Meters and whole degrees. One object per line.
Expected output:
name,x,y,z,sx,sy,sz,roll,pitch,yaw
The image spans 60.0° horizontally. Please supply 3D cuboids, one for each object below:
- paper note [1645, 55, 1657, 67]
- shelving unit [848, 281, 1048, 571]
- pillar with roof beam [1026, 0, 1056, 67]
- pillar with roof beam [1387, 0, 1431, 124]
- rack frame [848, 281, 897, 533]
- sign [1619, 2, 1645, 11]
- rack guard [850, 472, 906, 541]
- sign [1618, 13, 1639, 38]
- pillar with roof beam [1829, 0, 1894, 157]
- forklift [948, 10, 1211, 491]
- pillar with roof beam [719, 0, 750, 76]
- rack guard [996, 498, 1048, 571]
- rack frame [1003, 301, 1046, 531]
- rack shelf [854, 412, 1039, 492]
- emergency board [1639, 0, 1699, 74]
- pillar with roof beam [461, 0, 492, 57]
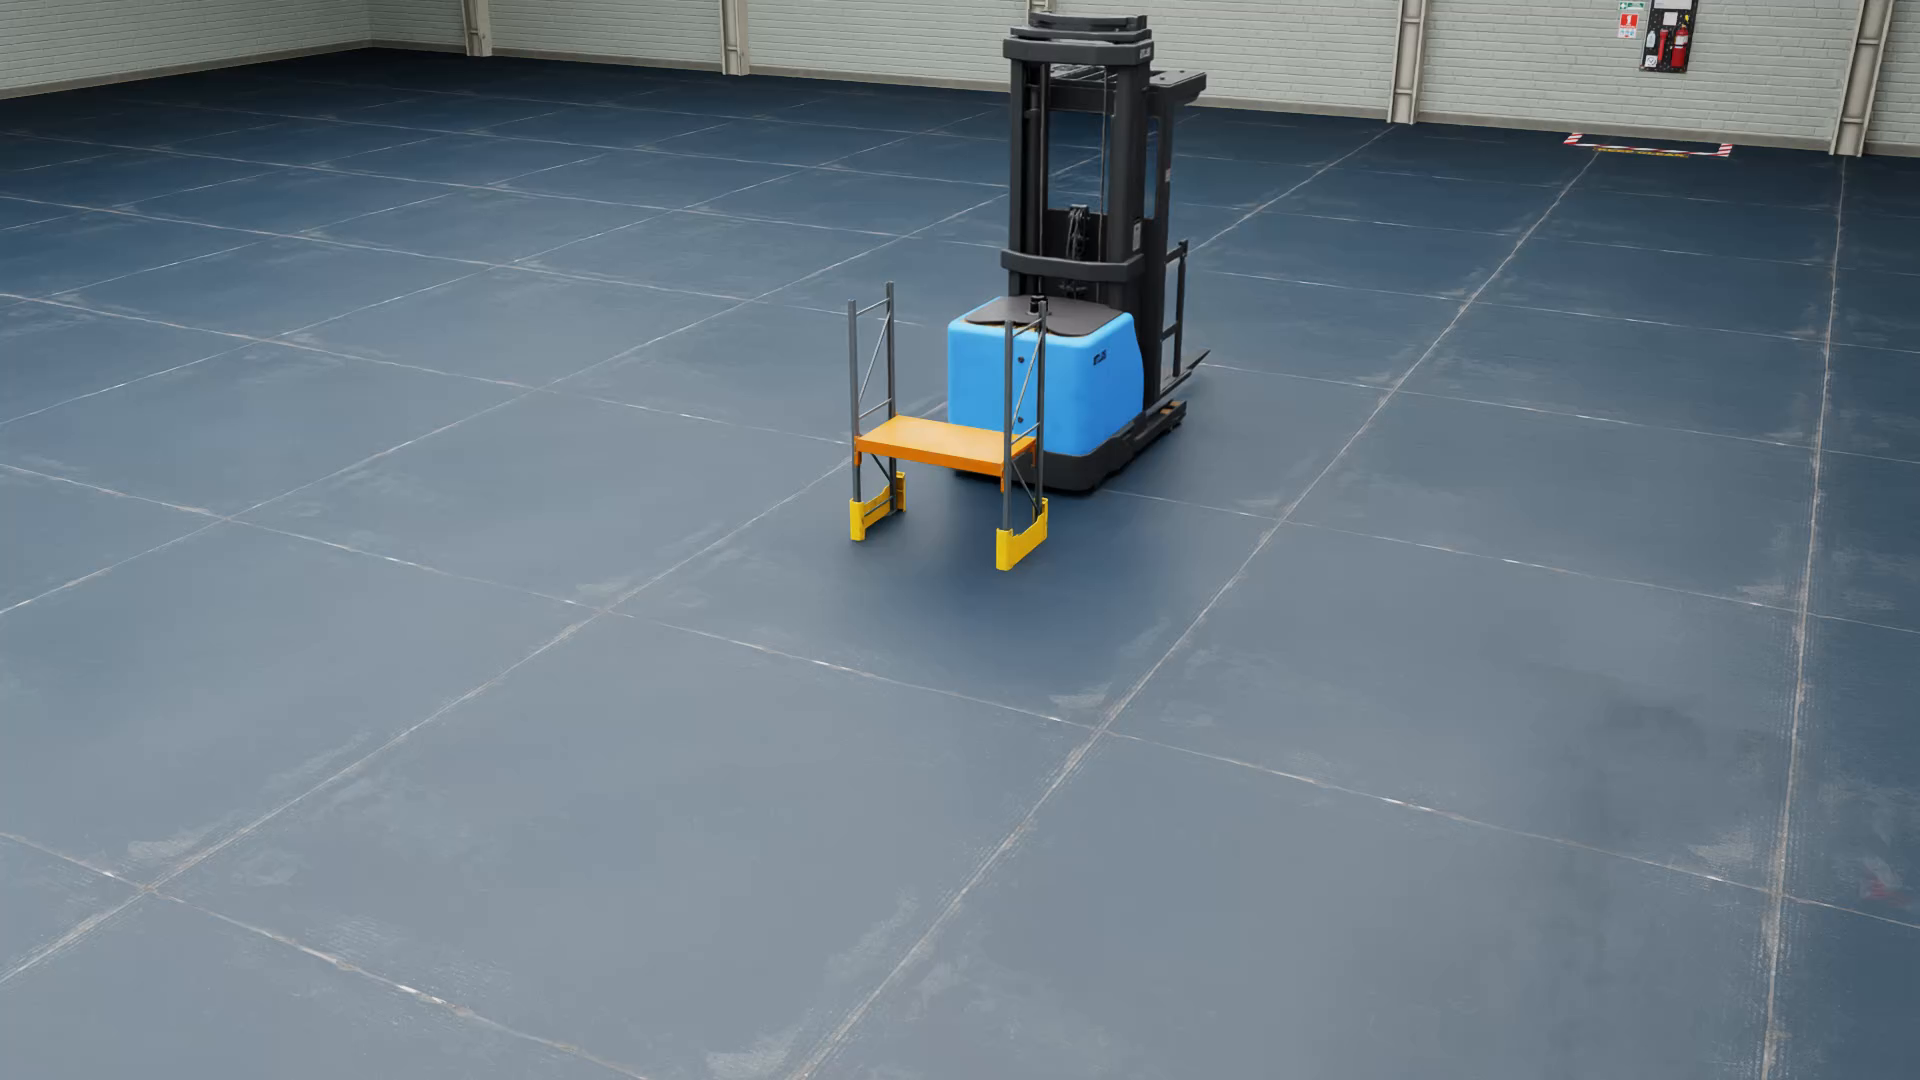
paper note,9.709,-6.726,23.358,0.142,0.148,0.016,11,25,25
shelving unit,-0.068,-0.704,9.988,1.083,1.500,0.587,11,25,25
pillar with roof beam,-0.627,-10.002,22.271,0.400,9.000,9.100,11,25,25
pillar with roof beam,4.728,-8.943,19.779,0.400,9.000,9.100,11,25,25
rack frame,-0.530,-0.795,10.203,0.032,1.500,0.500,11,25,25
sign,9.389,-7.466,23.250,0.331,0.109,0.001,11,25,25
rack guard,-0.512,-0.216,10.440,0.087,0.250,0.587,11,25,25
sign,9.389,-7.226,23.362,0.234,0.329,0.001,11,25,25
pillar with roof beam,10.082,-7.883,17.288,0.400,9.000,9.100,11,25,25
forklift,1.019,-2.209,11.699,1.130,2.935,3.031,11,25,25
pillar with roof beam,-5.982,-11.062,24.762,0.400,9.000,9.100,11,25,25
rack guard,0.376,-0.041,10.026,0.087,0.250,0.587,11,25,25
rack frame,0.378,-0.615,9.781,0.032,1.500,0.500,11,25,25
rack shelf,-0.076,-0.540,10.062,1.000,0.185,0.538,11,25,25
emergency board,9.836,-7.076,23.055,0.643,1.169,0.194,11,25,25
pillar with roof beam,-11.336,-12.121,27.253,0.400,9.000,9.100,11,25,25
